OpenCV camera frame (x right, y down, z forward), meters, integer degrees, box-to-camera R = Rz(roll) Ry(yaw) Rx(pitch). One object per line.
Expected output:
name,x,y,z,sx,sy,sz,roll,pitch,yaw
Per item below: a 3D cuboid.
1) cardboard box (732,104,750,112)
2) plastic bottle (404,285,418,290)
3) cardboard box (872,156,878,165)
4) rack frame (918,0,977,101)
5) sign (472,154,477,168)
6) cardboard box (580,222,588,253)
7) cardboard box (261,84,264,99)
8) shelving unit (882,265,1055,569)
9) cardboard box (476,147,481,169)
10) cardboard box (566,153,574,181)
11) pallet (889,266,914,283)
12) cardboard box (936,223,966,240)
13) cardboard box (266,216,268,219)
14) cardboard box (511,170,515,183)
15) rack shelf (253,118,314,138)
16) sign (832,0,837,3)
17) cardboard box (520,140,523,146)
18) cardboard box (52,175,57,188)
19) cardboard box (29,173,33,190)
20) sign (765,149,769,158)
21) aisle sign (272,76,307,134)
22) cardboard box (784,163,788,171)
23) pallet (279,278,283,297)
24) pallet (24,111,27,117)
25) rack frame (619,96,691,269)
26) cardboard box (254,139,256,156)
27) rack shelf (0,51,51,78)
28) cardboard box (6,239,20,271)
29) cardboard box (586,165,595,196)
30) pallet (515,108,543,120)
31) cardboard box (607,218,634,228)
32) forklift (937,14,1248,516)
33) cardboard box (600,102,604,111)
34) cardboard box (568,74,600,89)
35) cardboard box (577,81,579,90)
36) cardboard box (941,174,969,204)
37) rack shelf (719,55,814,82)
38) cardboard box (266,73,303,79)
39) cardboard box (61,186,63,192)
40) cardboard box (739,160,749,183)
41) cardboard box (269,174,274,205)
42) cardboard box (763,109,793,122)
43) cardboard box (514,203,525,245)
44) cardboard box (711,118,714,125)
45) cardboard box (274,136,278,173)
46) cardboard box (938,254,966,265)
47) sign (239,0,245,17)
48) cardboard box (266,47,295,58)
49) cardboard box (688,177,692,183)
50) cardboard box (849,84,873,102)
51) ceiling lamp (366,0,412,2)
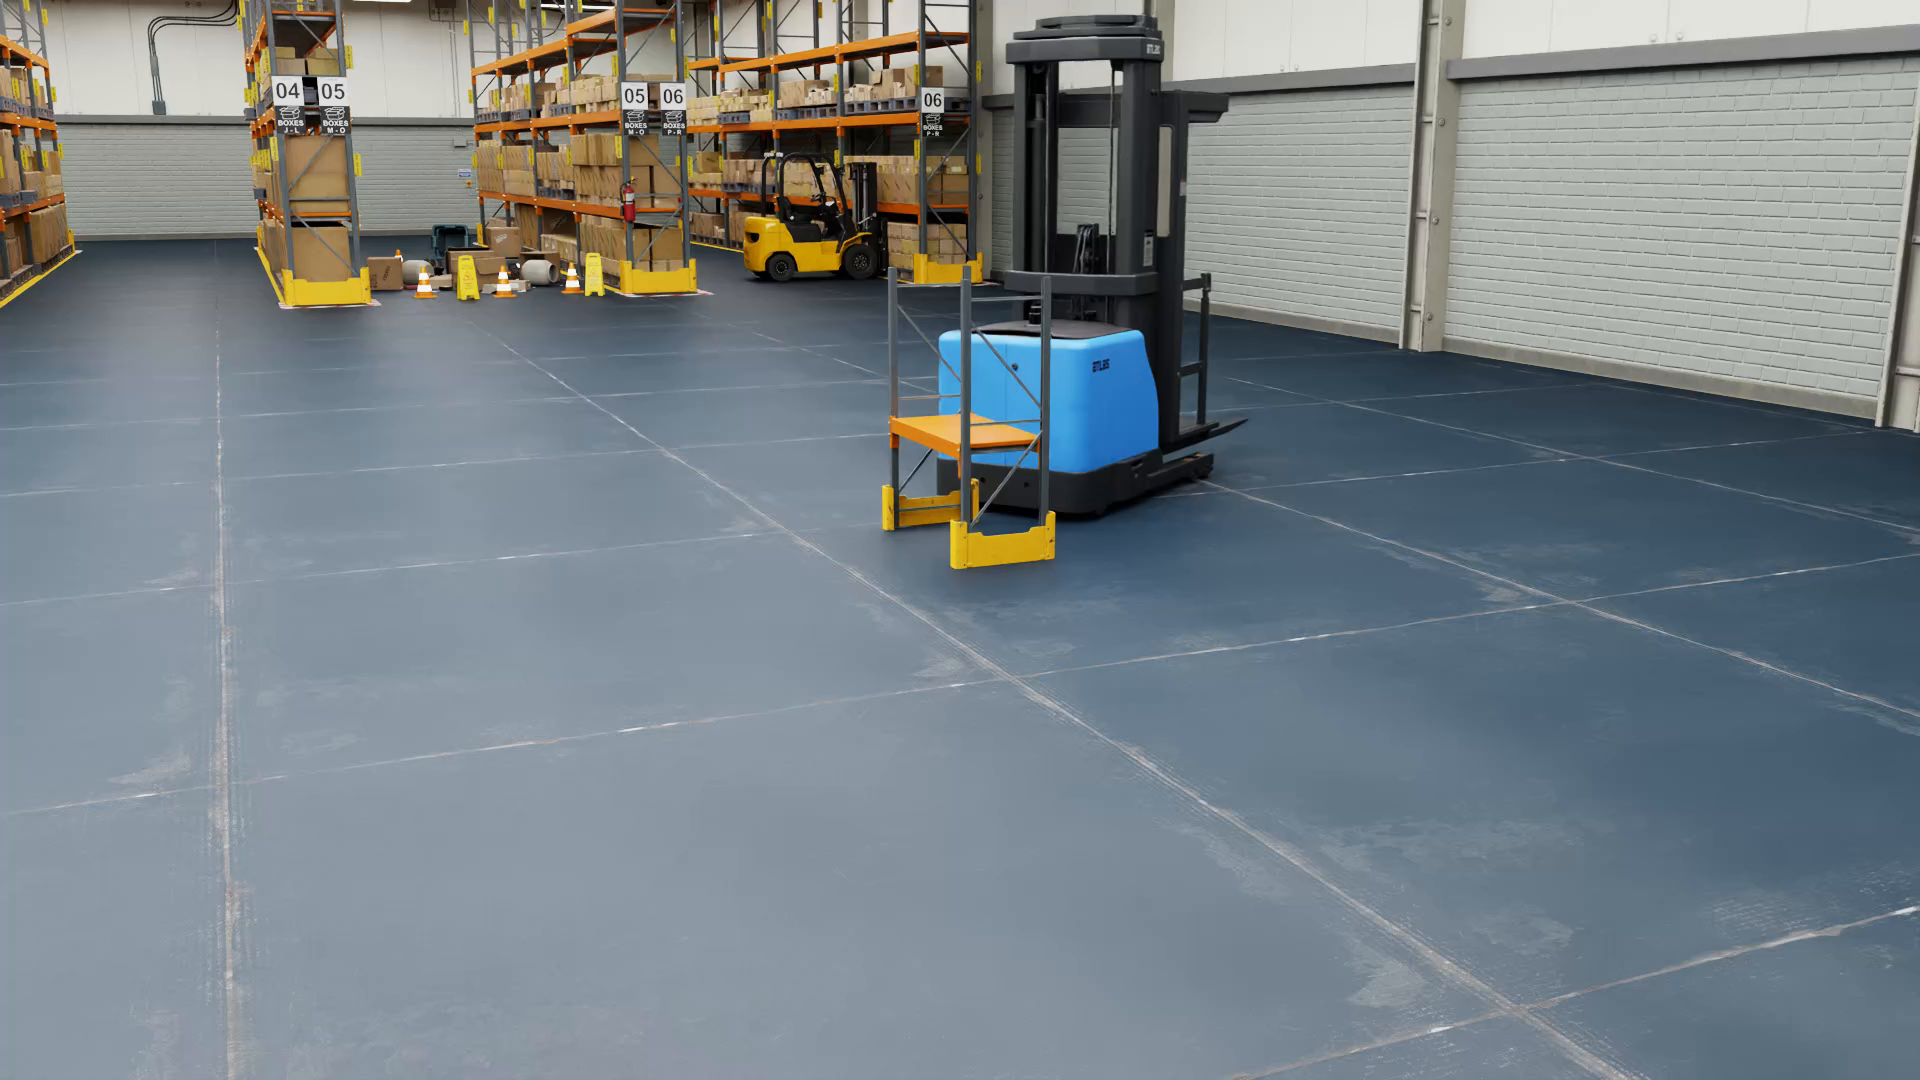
cardboard box,-4.846,-9.608,36.982,0.380,0.149,0.250,-6,14,-24
plastic bottle,-8.825,-4.079,26.859,0.283,0.061,0.133,-12,18,-42
cardboard box,-1.364,-6.829,29.905,0.380,0.149,0.250,-6,14,-23
rack frame,-0.206,-8.768,27.295,1.000,3.000,0.127,-6,14,-23
sign,-11.673,-9.113,39.996,0.100,0.325,0.005,-6,14,-23
cardboard box,-6.366,-5.306,29.148,0.500,0.500,0.500,-5,14,-20
cardboard box,-11.754,-7.768,28.672,0.500,0.311,0.500,-6,14,-25
shelving unit,0.031,-0.715,9.133,0.587,1.500,1.083,-6,14,-23
cardboard box,-11.231,-9.112,39.650,0.500,0.500,0.500,-6,14,-24
cardboard box,-6.750,-6.695,29.832,0.500,0.500,0.500,-6,14,-24
pallet,-0.551,-4.641,28.952,1.003,0.211,1.213,-6,14,-23
cardboard box,-0.225,-5.313,28.624,0.500,0.250,0.500,-6,14,-24
cardboard box,-13.179,-6.154,32.255,0.500,0.250,0.500,-5,14,-22
cardboard box,-9.229,-7.717,35.286,0.500,0.250,0.500,-5,14,-22
rack shelf,-13.253,-8.105,32.679,1.077,0.370,4.000,-6,14,-23
sign,-2.301,-10.036,30.529,0.100,0.325,0.005,-6,14,-23
cardboard box,-9.707,-8.916,37.363,0.380,0.149,0.250,-6,14,-24
cardboard box,-19.186,-7.485,34.730,0.500,0.250,0.500,-6,14,-23
cardboard box,-17.191,-6.434,30.293,0.500,0.500,0.500,-6,14,-24
sign,-4.506,-8.939,38.773,0.100,0.325,0.005,-6,14,-23
aisle sign,-9.494,-6.153,23.536,0.394,0.787,0.004,-6,14,-23
cardboard box,-3.445,-7.715,34.391,0.380,0.149,0.250,-5,14,-22
pallet,-10.124,-3.979,26.094,1.003,0.211,1.213,-6,14,-23
pallet,-17.795,-7.882,30.539,1.003,0.211,1.213,-5,14,-20
rack frame,-4.753,-5.396,26.031,1.000,3.000,0.127,-6,14,-23
cardboard box,-14.703,-8.267,35.337,0.500,0.500,0.500,-6,14,-25
rack shelf,-19.441,-9.771,34.111,1.077,0.370,4.000,-6,14,-23
cardboard box,-16.283,-4.783,27.953,0.700,0.500,0.500,-4,14,-18
cardboard box,-6.022,-6.093,28.163,0.500,0.500,0.500,-6,14,-23
pallet,-8.264,-8.546,33.410,1.213,0.211,1.003,-5,14,-20
cardboard box,-5.521,-5.154,27.051,0.380,0.149,0.250,-5,14,-21
forklift,1.053,-1.857,10.891,1.130,2.935,3.031,8,15,30
cardboard box,-5.639,-7.050,27.085,0.380,0.149,0.250,-6,14,-25
cardboard box,-6.704,-8.167,29.644,0.500,0.250,0.500,-5,14,-22
cardboard box,-6.299,-7.749,28.333,0.380,0.149,0.250,-6,14,-25
cardboard box,-0.150,-6.021,28.511,0.500,0.500,0.500,-5,14,-21
rack shelf,-4.212,-10.288,36.348,1.077,0.370,4.000,-6,14,-23
cardboard box,-9.899,-6.894,24.370,0.500,0.250,0.500,-6,14,-23
cardboard box,-19.798,-7.640,36.285,0.380,0.149,0.250,-5,14,-22
cardboard box,-4.502,-8.188,36.943,0.700,0.500,0.500,-6,14,-23
cardboard box,-11.304,-5.887,27.930,0.500,0.500,0.500,-6,14,-23
cardboard box,-3.839,-8.970,35.155,0.500,0.250,0.500,-6,14,-25
cardboard box,-9.238,-6.924,36.413,0.875,0.875,0.875,-5,14,-21
cardboard box,-5.622,-9.818,39.042,0.380,0.149,0.250,-5,14,-21
cardboard box,-10.097,-5.938,25.647,0.875,0.550,0.500,-6,14,-23
cardboard box,-0.224,-4.829,28.749,0.500,0.250,0.500,-6,14,-23
sign,-14.559,-10.778,33.735,0.100,0.325,0.005,-6,14,-23
cardboard box,-9.694,-6.948,23.719,0.380,0.149,0.250,-5,14,-22
cardboard box,-6.478,-9.000,41.277,0.500,0.250,0.500,-5,14,-22
cardboard box,-1.698,-8.149,30.318,0.500,0.311,0.500,-5,14,-22
ceiling lamp,-14.458,-14.804,40.429,2.000,3.185,0.800,-6,14,-23
